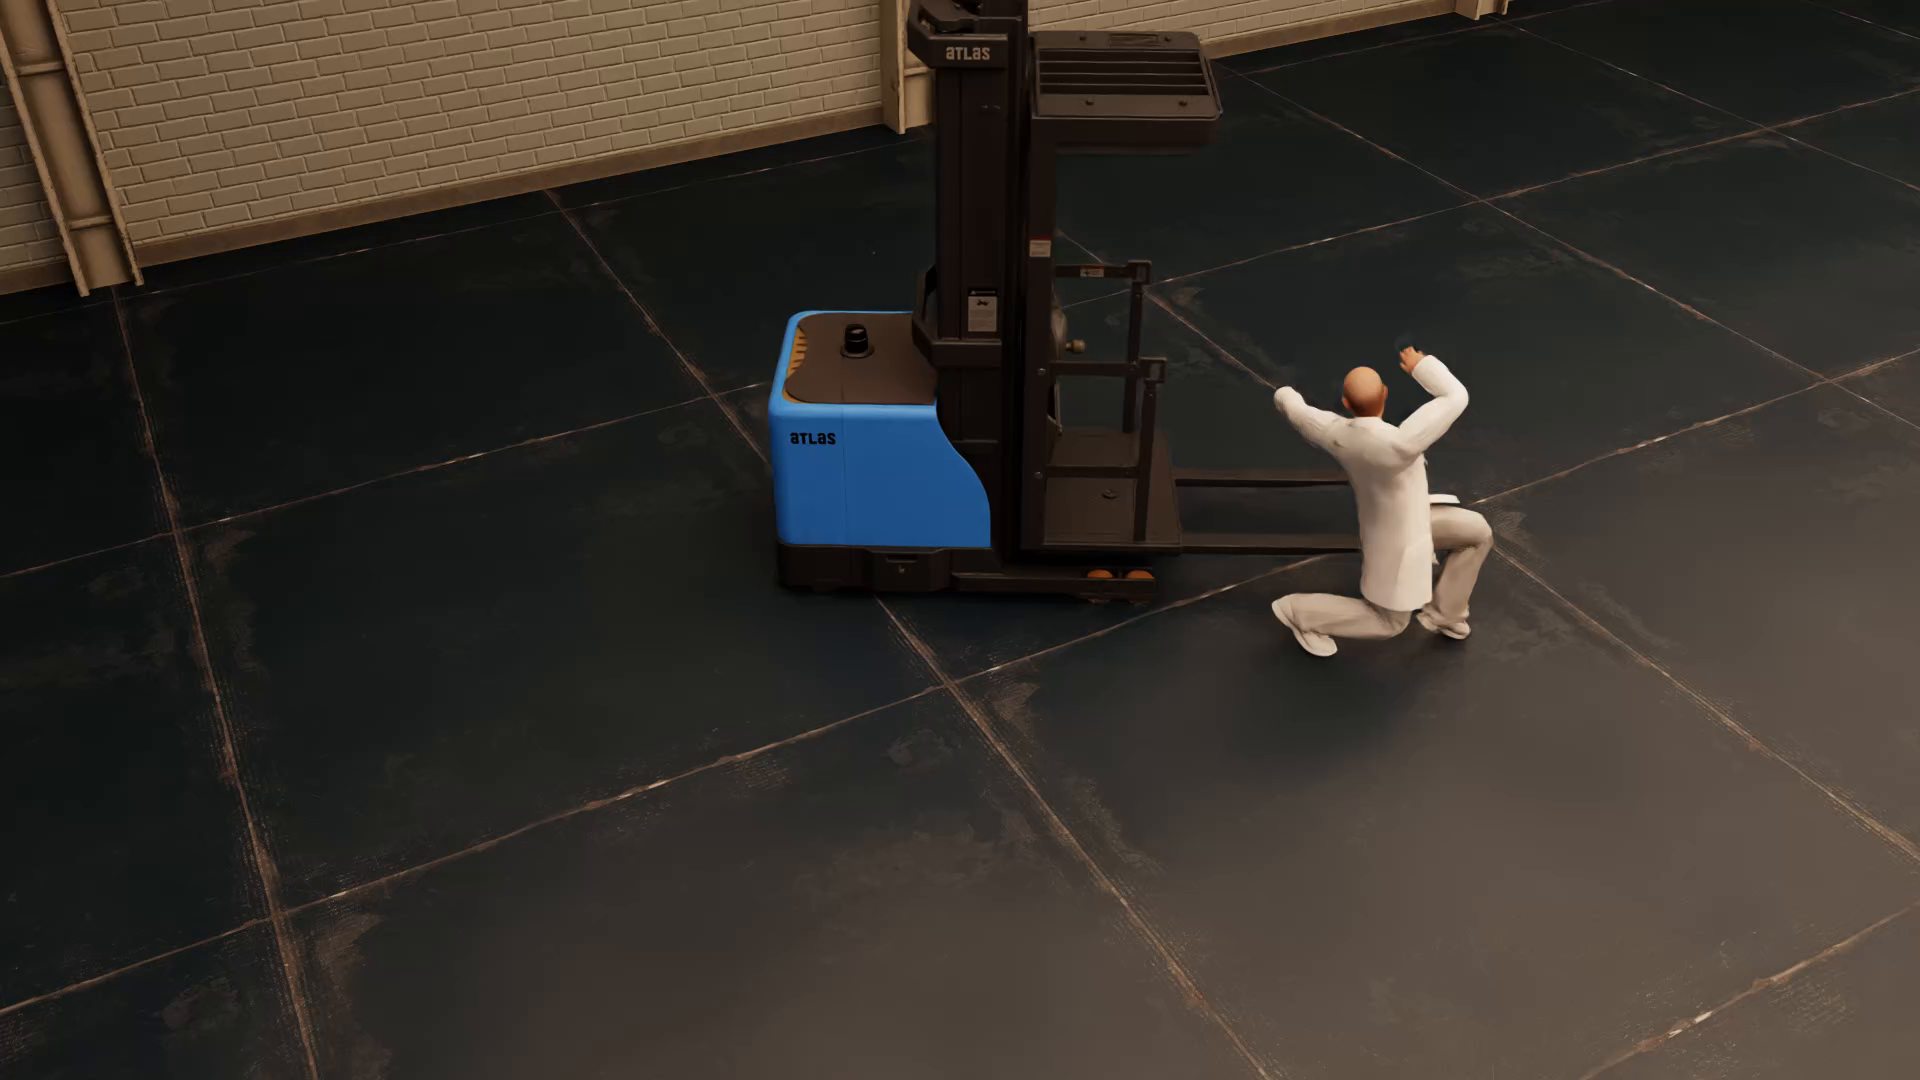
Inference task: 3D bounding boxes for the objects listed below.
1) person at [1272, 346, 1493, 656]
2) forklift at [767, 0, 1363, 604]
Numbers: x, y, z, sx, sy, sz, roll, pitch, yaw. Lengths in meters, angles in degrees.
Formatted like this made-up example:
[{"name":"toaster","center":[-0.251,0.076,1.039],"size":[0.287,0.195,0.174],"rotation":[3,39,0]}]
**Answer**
[{"name":"person","center":[1.959,-0.251,7.710],"size":[0.977,1.500,1.103],"rotation":[-2,35,-3]},{"name":"forklift","center":[0.614,-1.194,7.812],"size":[3.031,2.935,1.130],"rotation":[1,35,1]}]
